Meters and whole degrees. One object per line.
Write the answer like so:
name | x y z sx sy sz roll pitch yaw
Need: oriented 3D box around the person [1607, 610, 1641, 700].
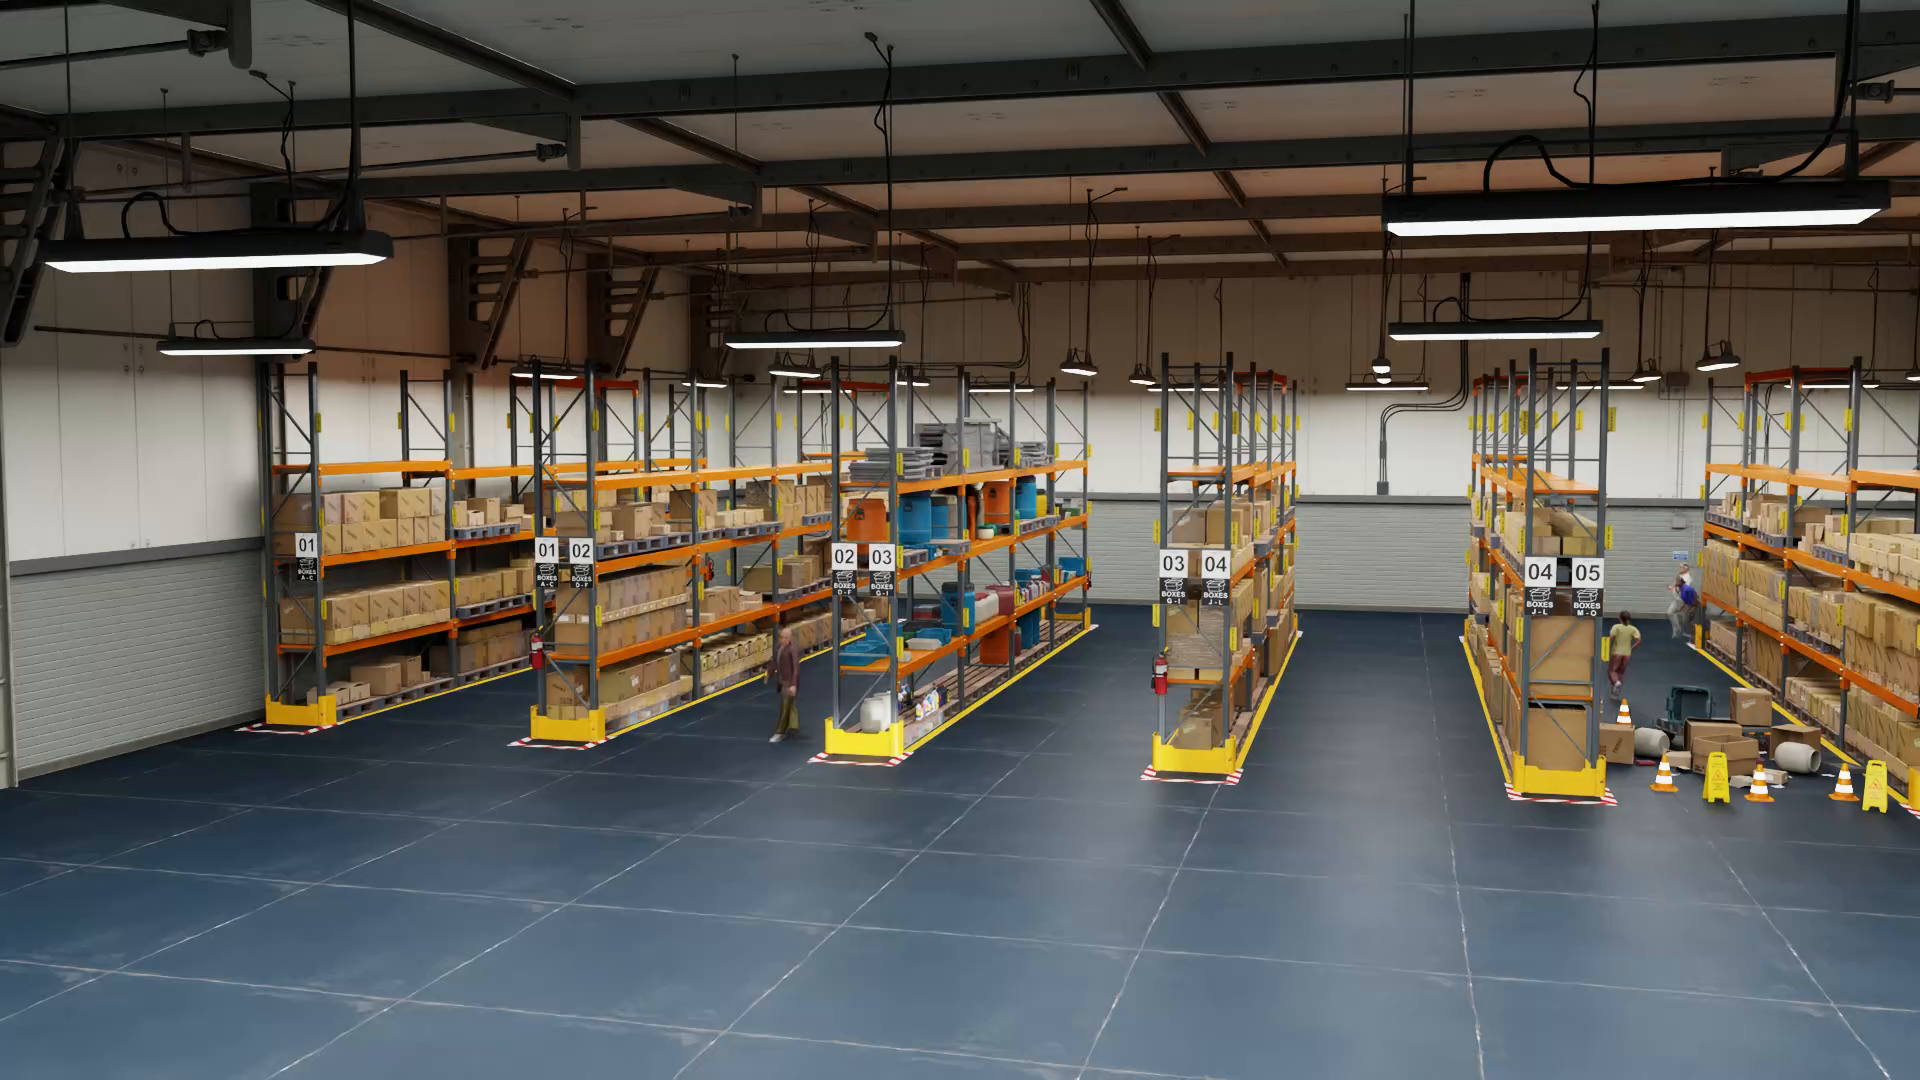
person | 11.969 2.082 29.986 0.598 1.622 0.587 0 4 3

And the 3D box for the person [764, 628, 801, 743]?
person | -2.828 2.267 26.405 0.824 1.773 0.799 -3 5 -39

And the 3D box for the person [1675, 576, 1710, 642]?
person | 16.783 1.586 37.986 0.838 1.498 0.592 0 4 -3

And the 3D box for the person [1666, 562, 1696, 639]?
person | 16.750 1.419 38.558 0.761 1.845 0.639 1 4 9
